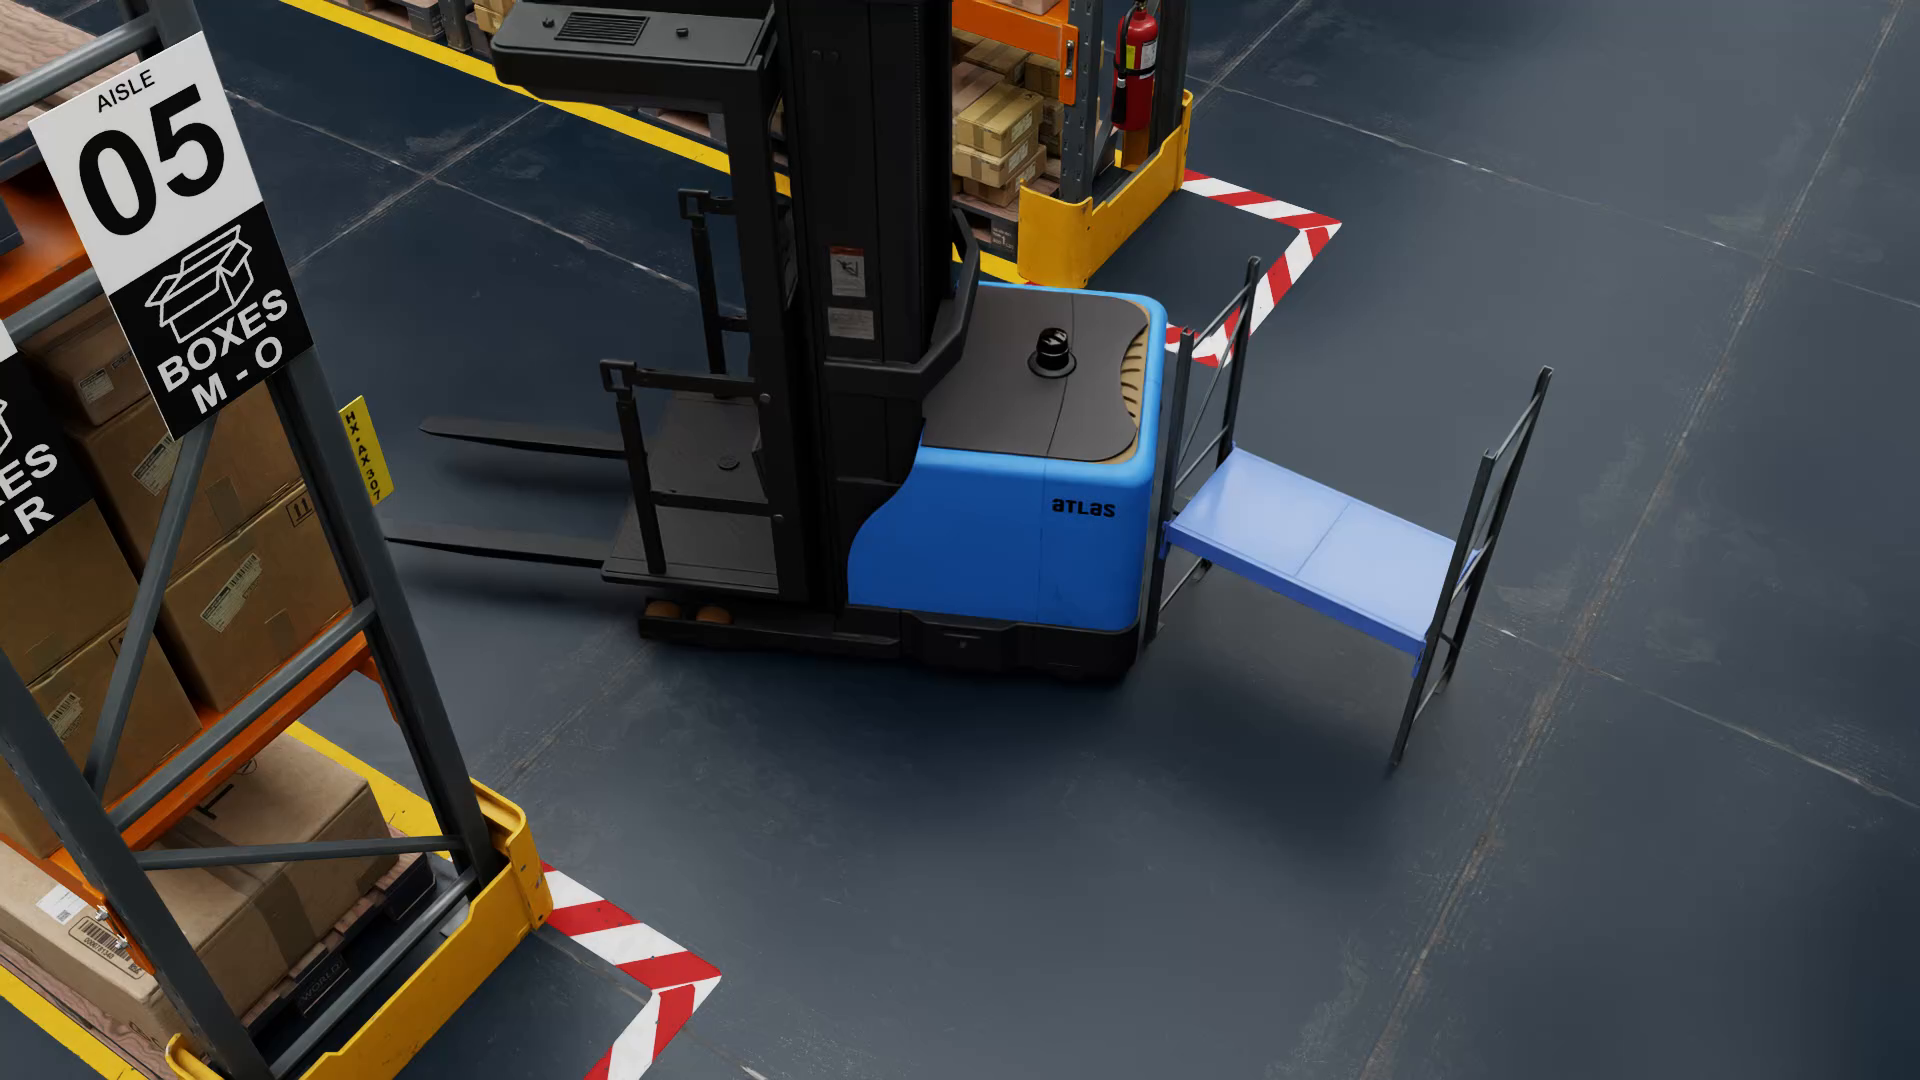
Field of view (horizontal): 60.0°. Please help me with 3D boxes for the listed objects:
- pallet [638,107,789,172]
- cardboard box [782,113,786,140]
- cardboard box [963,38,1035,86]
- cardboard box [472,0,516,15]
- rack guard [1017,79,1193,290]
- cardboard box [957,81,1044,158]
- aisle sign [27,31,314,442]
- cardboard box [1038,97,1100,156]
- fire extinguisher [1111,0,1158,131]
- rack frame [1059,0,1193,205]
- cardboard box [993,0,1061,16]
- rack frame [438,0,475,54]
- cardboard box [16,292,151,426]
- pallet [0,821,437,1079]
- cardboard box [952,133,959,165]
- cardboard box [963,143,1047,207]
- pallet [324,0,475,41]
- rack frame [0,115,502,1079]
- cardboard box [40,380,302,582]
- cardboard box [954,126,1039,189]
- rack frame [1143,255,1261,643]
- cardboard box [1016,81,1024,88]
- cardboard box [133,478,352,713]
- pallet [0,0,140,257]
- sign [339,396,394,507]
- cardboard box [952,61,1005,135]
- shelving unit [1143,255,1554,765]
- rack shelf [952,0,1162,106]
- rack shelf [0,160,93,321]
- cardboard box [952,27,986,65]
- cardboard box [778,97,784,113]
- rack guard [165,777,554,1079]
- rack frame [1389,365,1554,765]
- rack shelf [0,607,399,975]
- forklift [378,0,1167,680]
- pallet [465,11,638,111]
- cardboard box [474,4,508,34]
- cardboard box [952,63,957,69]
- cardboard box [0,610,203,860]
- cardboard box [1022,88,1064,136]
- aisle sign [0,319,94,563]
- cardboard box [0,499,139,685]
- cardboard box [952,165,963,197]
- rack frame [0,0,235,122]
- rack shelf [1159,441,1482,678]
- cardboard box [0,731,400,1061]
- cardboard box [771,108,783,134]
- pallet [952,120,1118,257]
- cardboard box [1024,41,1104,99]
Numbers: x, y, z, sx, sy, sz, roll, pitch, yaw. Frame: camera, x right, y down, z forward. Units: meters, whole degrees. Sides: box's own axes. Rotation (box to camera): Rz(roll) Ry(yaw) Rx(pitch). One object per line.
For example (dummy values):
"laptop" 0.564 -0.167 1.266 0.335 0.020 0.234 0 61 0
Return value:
"pallet" -0.978 -2.447 8.981 1.213 0.211 1.003 25 51 22
"cardboard box" -0.692 -2.153 8.446 0.250 0.149 0.380 23 50 20
"cardboard box" 0.219 -2.383 8.254 0.250 0.149 0.380 26 51 23
"cardboard box" -2.461 -3.052 9.112 0.250 0.149 0.380 27 52 24
"rack guard" 0.710 -1.739 8.091 0.348 0.500 1.175 25 51 22
"cardboard box" 0.191 -1.993 7.875 0.250 0.149 0.380 25 51 23
"aisle sign" -1.597 -0.607 3.435 0.004 0.787 0.394 25 51 22
"cardboard box" 0.505 -2.130 8.423 0.250 0.149 0.380 26 51 23
"fire extinguisher" 0.736 -2.048 6.962 0.183 0.674 0.296 25 51 22
"rack frame" 0.774 -2.581 7.166 0.127 3.000 1.000 25 51 22
"cardboard box" 0.347 -2.449 7.213 0.250 0.149 0.380 25 51 22
"rack frame" -2.593 -4.130 8.671 0.127 3.000 1.000 25 51 22
"cardboard box" -1.963 -0.467 3.893 0.250 0.149 0.380 26 51 23
"pallet" -2.529 1.156 5.480 1.213 0.211 1.003 25 51 22
"cardboard box" -0.016 -2.003 8.093 0.250 0.149 0.380 24 50 21
"cardboard box" 0.218 -1.812 8.114 0.250 0.149 0.380 26 51 23
"pallet" -3.249 -3.458 9.963 1.213 0.211 1.003 25 51 22
"rack frame" -1.814 0.447 4.225 0.127 3.000 1.000 25 51 22
"cardboard box" -2.064 -0.295 4.178 0.500 0.500 0.500 24 50 21
"cardboard box" 0.175 -1.869 7.963 0.250 0.149 0.380 23 50 21
"rack frame" 0.857 -0.281 5.977 0.032 1.500 0.500 26 51 23
"cardboard box" 0.271 -2.335 8.415 0.250 0.149 0.380 24 51 22
"cardboard box" -2.063 0.053 4.538 0.500 0.500 0.500 24 51 22
"pallet" -2.444 -0.849 3.454 1.213 0.211 1.003 25 51 22
"sign" -1.509 -0.215 4.209 0.005 0.325 0.100 25 51 22
"cardboard box" 0.011 -2.125 8.004 0.250 0.149 0.380 26 51 23
"shelving unit" 1.276 -0.075 5.777 1.048 1.500 0.538 26 51 23
"rack shelf" -0.910 -3.104 8.177 4.000 0.370 1.077 25 51 22
"rack shelf" -3.497 -1.122 4.159 4.000 0.370 1.077 25 51 22
"cardboard box" 0.076 -2.558 8.424 0.250 0.149 0.380 25 51 22
"cardboard box" -0.706 -2.262 8.344 0.250 0.149 0.380 25 51 23
"rack guard" -1.793 1.327 5.112 0.348 0.500 1.175 25 51 22
"rack frame" 1.696 0.131 5.577 0.032 1.500 0.500 26 51 23
"rack shelf" -3.497 -0.077 5.235 4.000 0.370 1.077 25 51 22
"forklift" -0.783 -0.981 5.659 3.031 2.935 1.130 6 46 6
"pallet" -2.009 -2.919 9.439 1.213 0.211 1.003 25 51 22
"cardboard box" -2.460 -2.947 9.218 0.250 0.149 0.380 23 50 20
"cardboard box" 0.017 -2.377 8.455 0.250 0.149 0.380 25 51 23
"cardboard box" -2.363 0.385 4.215 0.500 0.500 0.500 25 51 22
"cardboard box" 0.471 -2.195 8.279 0.250 0.149 0.380 27 52 24
"aisle sign" -1.920 -0.244 3.083 0.004 0.787 0.394 25 51 22
"cardboard box" -2.348 0.020 3.872 0.500 0.500 0.500 26 51 23
"cardboard box" -0.053 -1.850 8.151 0.250 0.149 0.380 26 51 23
"rack frame" -1.814 -1.644 2.073 0.127 3.000 1.000 25 51 22
"rack shelf" 1.276 0.050 5.906 1.000 0.185 0.538 26 51 23
"cardboard box" -2.423 0.998 5.182 0.875 0.438 0.875 23 50 21
"cardboard box" -0.912 -2.271 8.560 0.250 0.149 0.380 26 51 23
"pallet" 0.045 -1.974 8.521 1.213 0.211 1.003 25 51 22
"cardboard box" 0.516 -2.349 8.221 0.250 0.149 0.380 23 50 20
